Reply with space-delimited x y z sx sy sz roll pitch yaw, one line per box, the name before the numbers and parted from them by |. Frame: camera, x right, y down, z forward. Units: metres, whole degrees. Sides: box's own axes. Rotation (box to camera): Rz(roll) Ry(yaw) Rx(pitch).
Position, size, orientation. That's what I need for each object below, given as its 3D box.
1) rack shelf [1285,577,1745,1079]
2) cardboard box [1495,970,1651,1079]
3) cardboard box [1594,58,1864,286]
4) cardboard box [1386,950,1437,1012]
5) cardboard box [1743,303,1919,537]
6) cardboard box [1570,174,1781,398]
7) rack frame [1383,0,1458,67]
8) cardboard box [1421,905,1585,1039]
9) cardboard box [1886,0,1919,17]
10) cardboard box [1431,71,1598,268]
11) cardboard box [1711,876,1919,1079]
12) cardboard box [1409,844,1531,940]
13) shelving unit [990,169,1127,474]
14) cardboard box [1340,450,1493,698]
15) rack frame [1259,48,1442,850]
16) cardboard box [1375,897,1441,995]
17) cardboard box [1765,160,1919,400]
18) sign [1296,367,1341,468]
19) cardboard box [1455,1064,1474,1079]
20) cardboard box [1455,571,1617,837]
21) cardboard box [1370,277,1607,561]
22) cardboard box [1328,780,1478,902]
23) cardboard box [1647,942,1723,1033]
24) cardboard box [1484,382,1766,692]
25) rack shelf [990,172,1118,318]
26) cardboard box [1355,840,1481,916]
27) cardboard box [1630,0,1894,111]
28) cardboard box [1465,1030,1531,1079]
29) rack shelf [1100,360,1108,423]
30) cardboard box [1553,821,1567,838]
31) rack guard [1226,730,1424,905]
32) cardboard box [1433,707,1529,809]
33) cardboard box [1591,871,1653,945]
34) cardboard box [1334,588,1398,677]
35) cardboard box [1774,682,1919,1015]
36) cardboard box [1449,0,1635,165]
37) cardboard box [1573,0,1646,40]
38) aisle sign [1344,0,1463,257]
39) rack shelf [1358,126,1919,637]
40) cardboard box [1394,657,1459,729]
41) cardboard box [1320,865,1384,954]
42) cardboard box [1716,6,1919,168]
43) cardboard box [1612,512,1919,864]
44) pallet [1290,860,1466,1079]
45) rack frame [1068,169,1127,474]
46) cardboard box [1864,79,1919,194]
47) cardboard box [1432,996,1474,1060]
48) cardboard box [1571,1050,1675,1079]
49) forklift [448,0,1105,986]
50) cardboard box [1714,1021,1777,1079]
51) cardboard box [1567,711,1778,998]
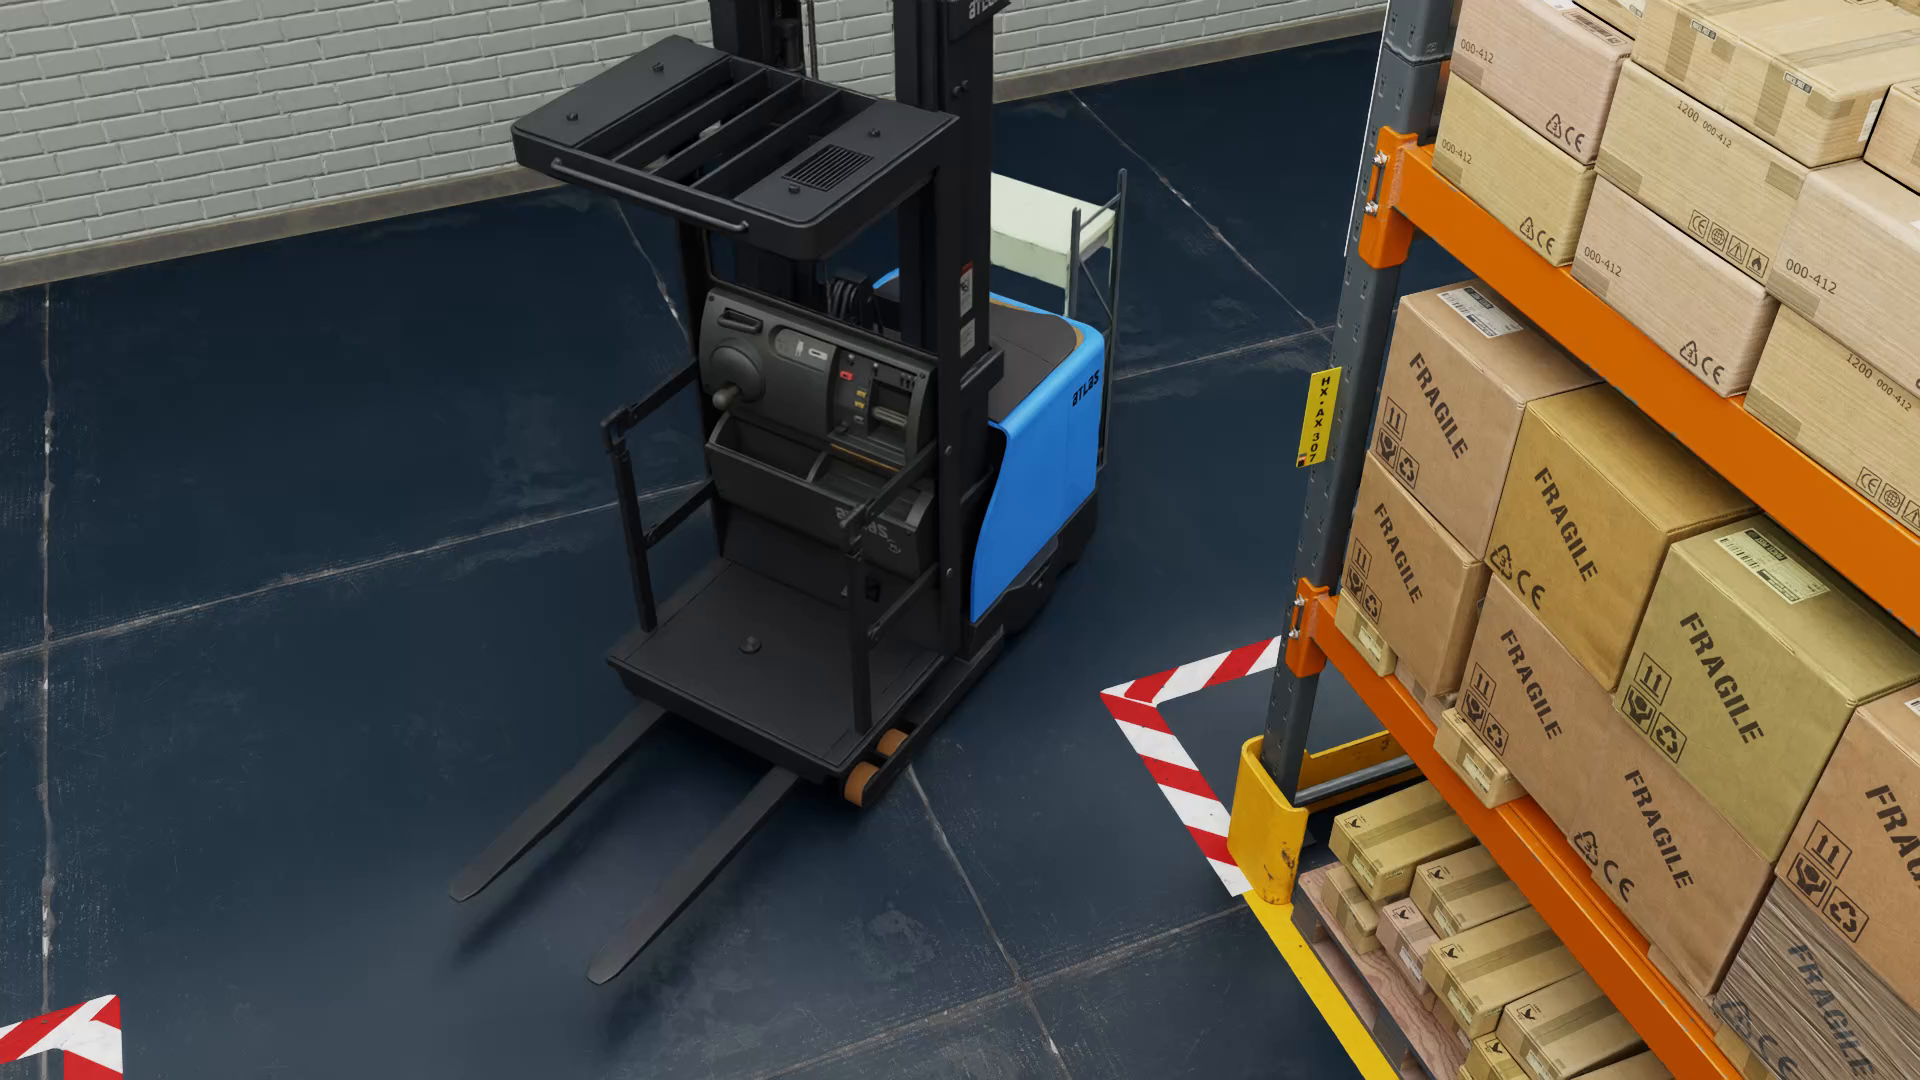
rack shelf | 2.279 1.327 3.958 1.077 0.370 4.000 -15 43 -17
cardboard box | 1.767 1.395 4.736 0.380 0.149 0.250 -17 44 -19
cardboard box | 1.643 -0.777 3.284 0.500 0.250 0.500 -16 43 -17
cardboard box | 1.595 1.304 5.297 0.380 0.149 0.250 -15 43 -17
cardboard box | 1.856 -0.271 3.079 0.500 0.250 0.500 -16 43 -18
cardboard box | 1.647 -0.578 3.436 0.500 0.250 0.500 -14 43 -15
rack frame | 1.514 -2.425 3.168 1.000 3.000 0.127 -15 43 -17
cardboard box | 1.595 1.266 4.886 0.380 0.149 0.250 -15 43 -17
cardboard box | 2.016 -1.117 3.374 0.380 0.149 0.250 -16 43 -18
cardboard box | 1.450 -0.897 3.807 0.500 0.250 0.500 -14 43 -15
cardboard box | 2.035 0.958 3.531 0.500 0.500 0.500 -16 43 -18
cardboard box | 1.617 1.082 5.099 0.380 0.149 0.250 -14 43 -16
shelving unit | 0.247 -0.944 7.197 0.755 1.500 0.431 23 46 25
cardboard box | 1.431 0.038 4.600 0.500 0.500 0.500 -13 42 -15
rack frame | 1.514 -0.150 5.124 1.000 3.000 0.127 -15 43 -17
cardboard box | 1.530 1.217 5.170 0.380 0.149 0.250 -15 43 -17
cardboard box | 1.825 -0.470 2.927 0.500 0.250 0.500 -15 43 -16
sign | 1.013 -0.343 4.685 0.100 0.325 0.005 -15 43 -17
cardboard box | 1.693 1.633 4.915 0.380 0.149 0.250 -15 43 -16
cardboard box | 1.659 0.354 4.233 0.500 0.500 0.500 -15 43 -17
cardboard box | 1.441 -0.344 4.277 0.500 0.500 0.500 -15 43 -17
cardboard box | 1.401 0.946 5.257 0.380 0.149 0.250 -17 44 -19
cardboard box | 1.899 0.987 3.994 0.380 0.149 0.250 -16 43 -18
cardboard box | 1.640 -0.041 3.926 0.500 0.500 0.500 -14 43 -16
rack shelf | 0.247 -1.240 6.943 0.720 0.370 0.431 23 46 25
cardboard box | 1.477 1.038 5.378 0.380 0.149 0.250 -13 42 -15
cardboard box | 1.545 -0.980 3.214 0.380 0.149 0.250 -15 43 -17
cardboard box | 1.703 1.524 4.813 0.380 0.149 0.250 -14 43 -16
rack shelf | 0.247 -0.697 7.410 0.720 0.370 0.431 23 46 25
cardboard box | 1.750 0.662 4.372 0.380 0.149 0.250 -13 42 -15
rack guard | 1.543 0.843 5.886 1.175 0.500 0.348 -15 43 -17
cardboard box | 1.524 0.540 4.514 0.380 0.149 0.250 -16 43 -18
cardboard box | 1.831 0.832 4.175 0.380 0.149 0.250 -16 43 -17
cardboard box | 1.335 0.222 4.884 0.380 0.149 0.250 -15 43 -17
cardboard box | 2.016 0.584 3.199 0.500 0.500 0.500 -16 43 -18
cardboard box | 1.446 -1.085 3.642 0.500 0.250 0.500 -14 43 -16
cardboard box | 1.509 -1.162 3.426 0.380 0.149 0.250 -13 42 -15
aisle sign | 1.209 -1.105 4.241 0.394 0.787 0.004 -15 43 -17
rack shelf | 2.279 0.190 2.980 1.077 0.370 4.000 -15 43 -17
cardboard box | 1.471 0.365 4.718 0.380 0.149 0.250 -14 43 -15
cardboard box | 1.419 1.167 5.457 0.380 0.149 0.250 -14 43 -16
cardboard box | 1.637 -0.833 3.044 0.380 0.149 0.250 -15 43 -16
cardboard box | 1.818 0.278 3.555 0.500 0.500 0.500 -16 43 -18
pallet | 1.821 1.451 5.401 1.003 0.211 1.213 -15 43 -17
rack frame | 0.552 -0.813 7.045 0.023 1.500 0.400 23 46 25
cardboard box | 1.834 -0.705 2.894 0.380 0.149 0.250 -14 43 -16
cardboard box | 1.696 1.452 5.126 0.380 0.149 0.250 -15 43 -16
cardboard box | 1.864 1.564 4.539 0.380 0.149 0.250 -14 43 -15
forklift | -0.620 -0.482 5.563 1.130 2.935 3.031 22 45 24
cardboard box | 1.979 1.149 3.806 0.380 0.149 0.250 -14 43 -15
cardboard box | 1.835 0.653 3.886 0.500 0.500 0.500 -15 43 -16
